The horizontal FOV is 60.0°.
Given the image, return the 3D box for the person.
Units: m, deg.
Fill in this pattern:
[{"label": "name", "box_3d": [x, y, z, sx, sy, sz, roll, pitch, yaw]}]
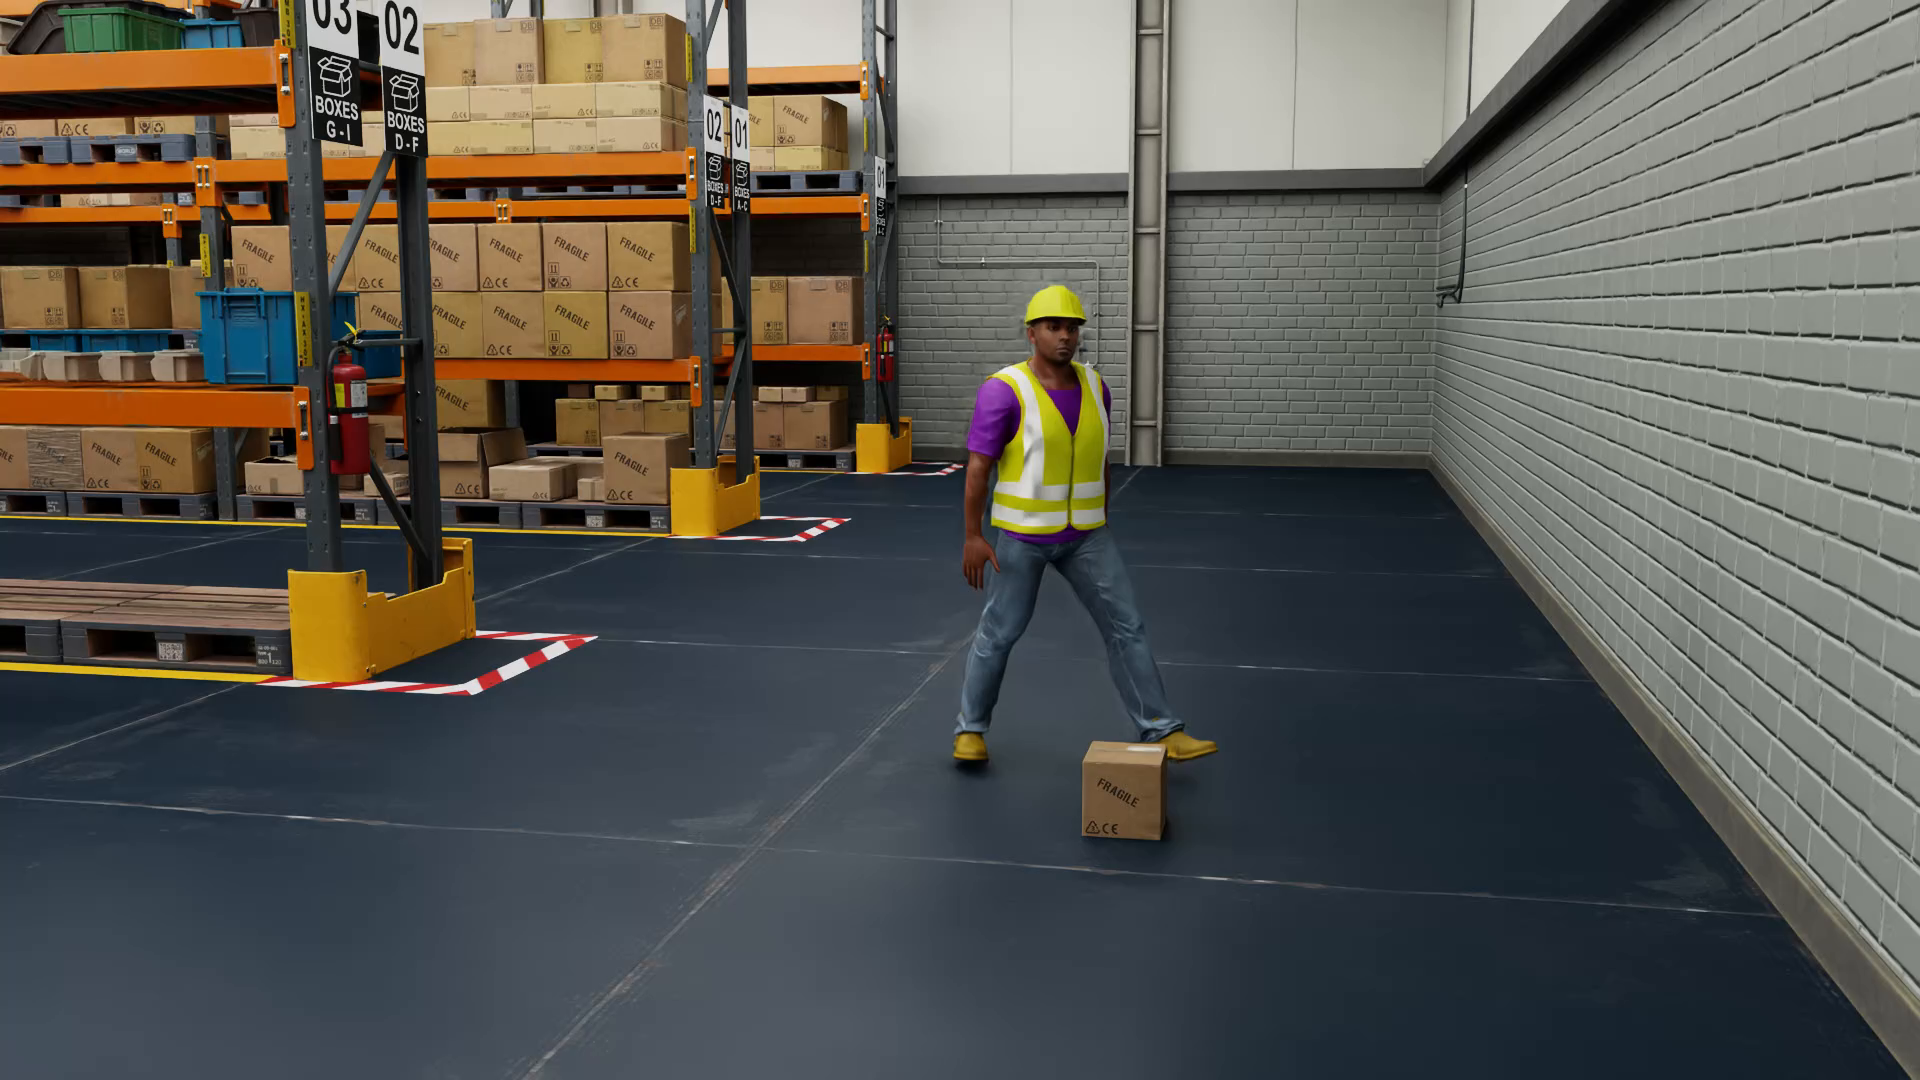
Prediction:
[{"label": "person", "box_3d": [0.406, -0.033, 5.931, 0.764, 1.728, 0.847, -4, 9, -26]}]
